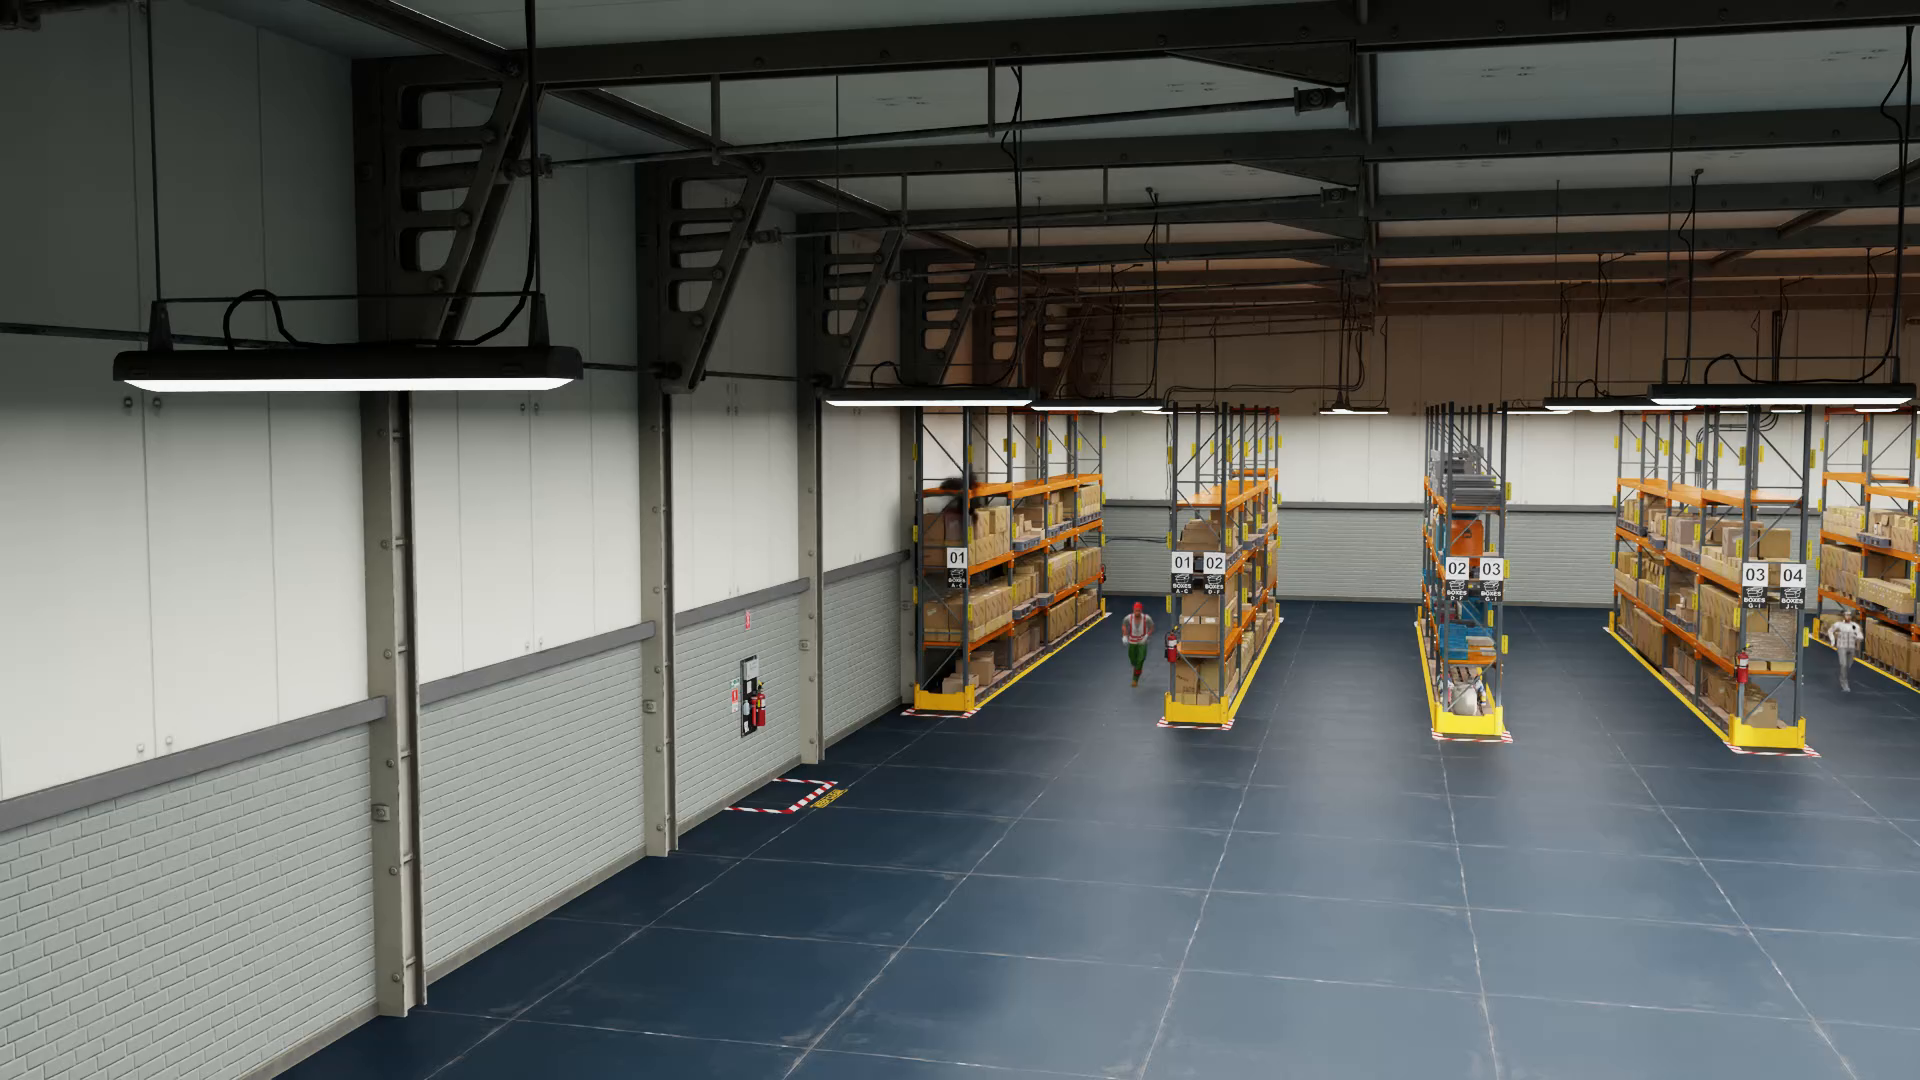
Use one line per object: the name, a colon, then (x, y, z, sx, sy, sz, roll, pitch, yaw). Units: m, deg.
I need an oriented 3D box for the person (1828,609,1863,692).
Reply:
person: (18.579, 2.280, 34.868, 0.604, 1.705, 0.914, 1, 4, 10)

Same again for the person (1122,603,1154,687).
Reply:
person: (3.618, 2.105, 33.768, 0.655, 1.707, 0.809, 0, 4, 6)
